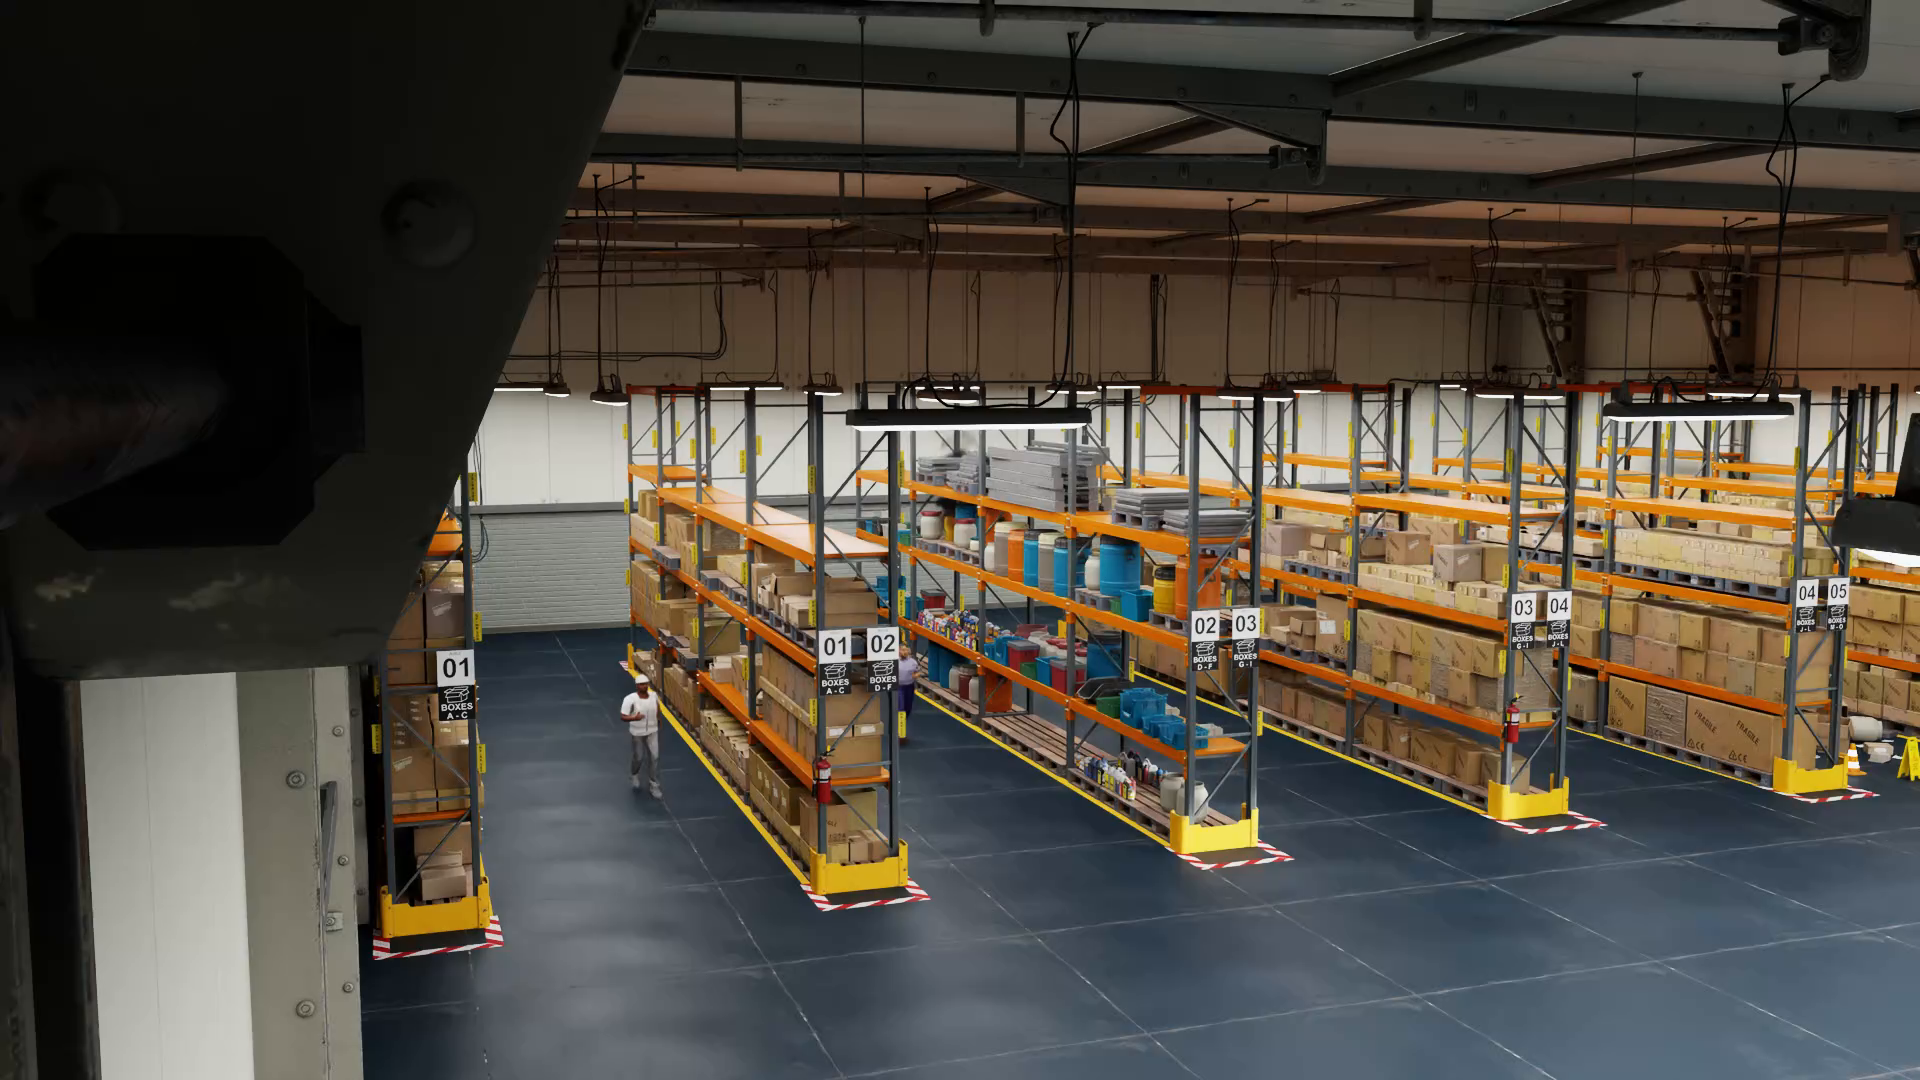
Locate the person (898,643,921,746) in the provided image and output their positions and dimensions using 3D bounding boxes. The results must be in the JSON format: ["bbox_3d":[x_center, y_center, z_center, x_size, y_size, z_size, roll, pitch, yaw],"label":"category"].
[{"bbox_3d":[-0.972,2.619,28.254,0.582,1.668,0.769,-3,7,-25],"label":"person"}]

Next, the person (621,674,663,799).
[{"bbox_3d":[-4.694,2.880,24.680,0.688,1.788,0.891,-3,7,-30],"label":"person"}]

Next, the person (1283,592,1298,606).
[{"bbox_3d":[8.183,1.238,41.256,0.925,1.662,0.597,4,7,37],"label":"person"}]
